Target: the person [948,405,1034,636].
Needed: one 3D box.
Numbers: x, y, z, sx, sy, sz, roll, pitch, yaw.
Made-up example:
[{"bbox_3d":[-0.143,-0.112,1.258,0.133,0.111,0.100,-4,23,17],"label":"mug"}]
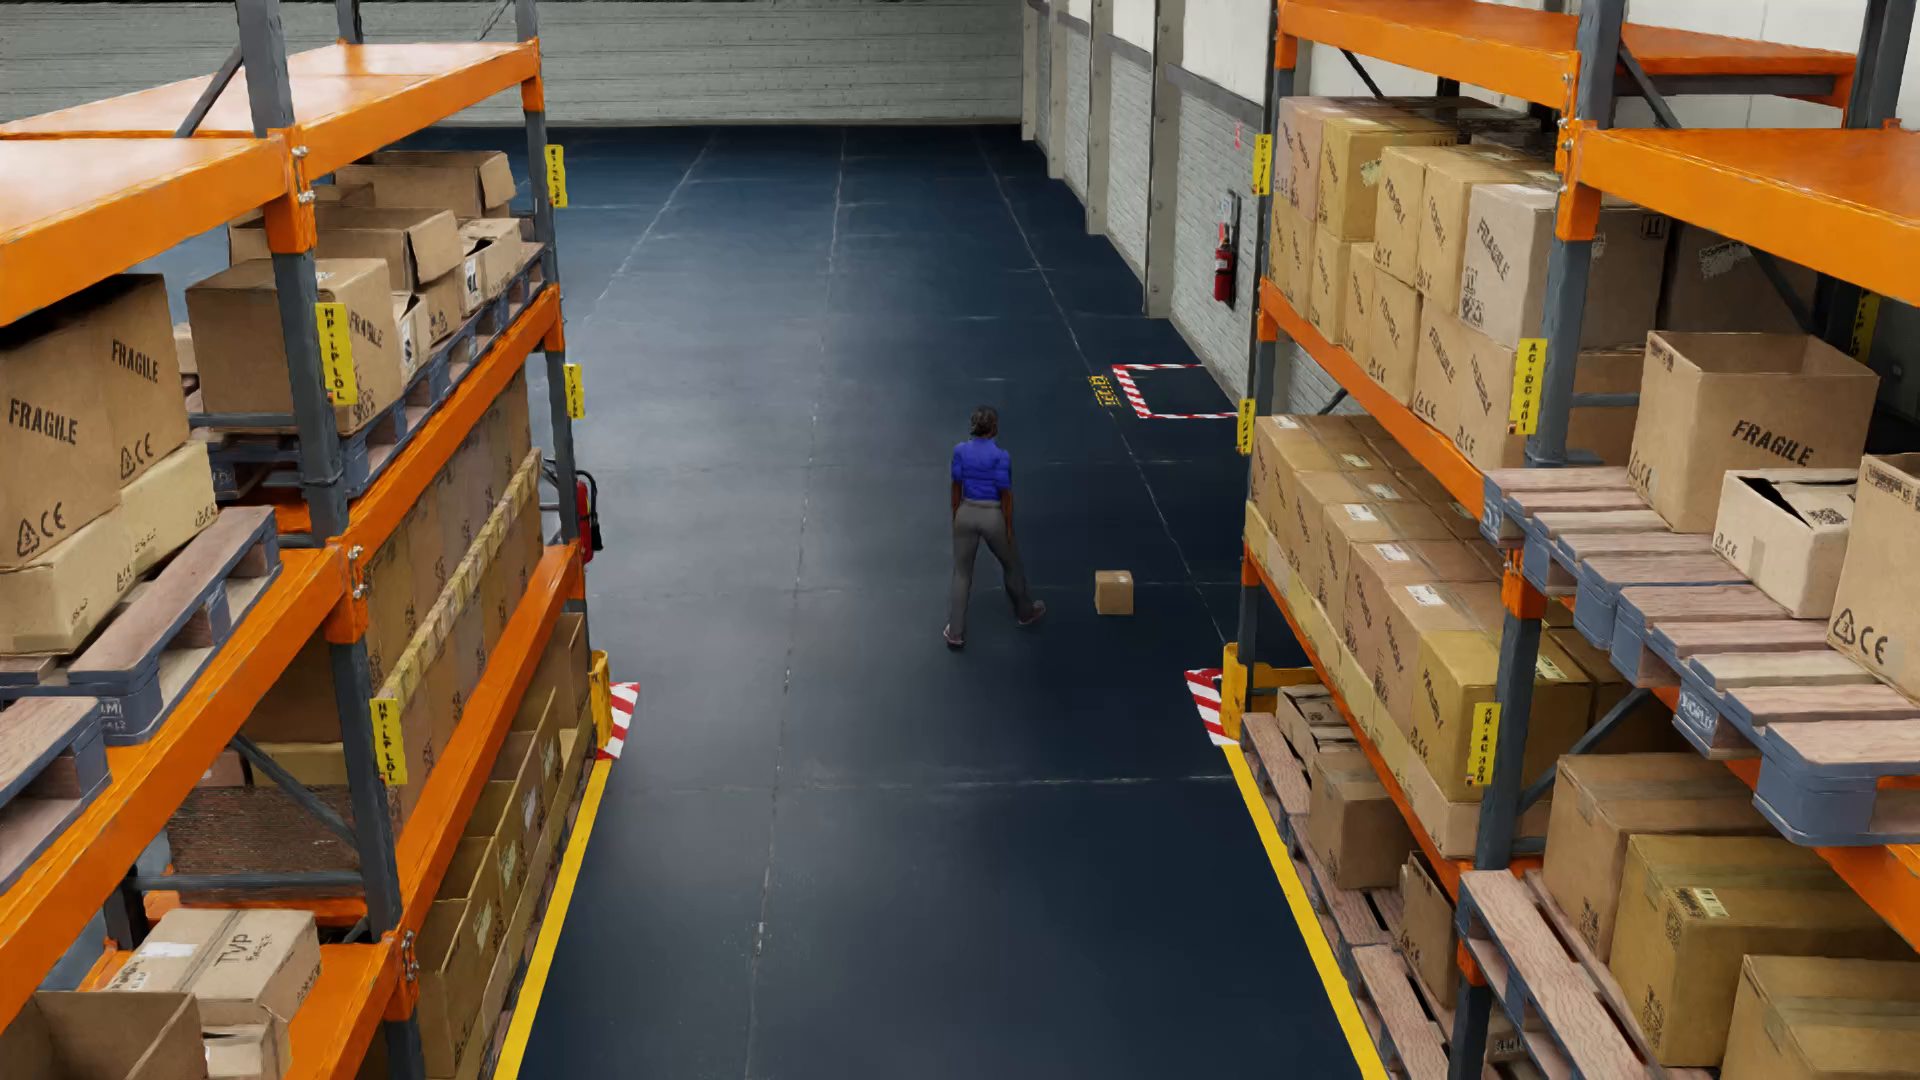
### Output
[{"bbox_3d":[0.184,-0.149,11.344,0.540,1.555,0.609,8,22,19],"label":"person"}]
